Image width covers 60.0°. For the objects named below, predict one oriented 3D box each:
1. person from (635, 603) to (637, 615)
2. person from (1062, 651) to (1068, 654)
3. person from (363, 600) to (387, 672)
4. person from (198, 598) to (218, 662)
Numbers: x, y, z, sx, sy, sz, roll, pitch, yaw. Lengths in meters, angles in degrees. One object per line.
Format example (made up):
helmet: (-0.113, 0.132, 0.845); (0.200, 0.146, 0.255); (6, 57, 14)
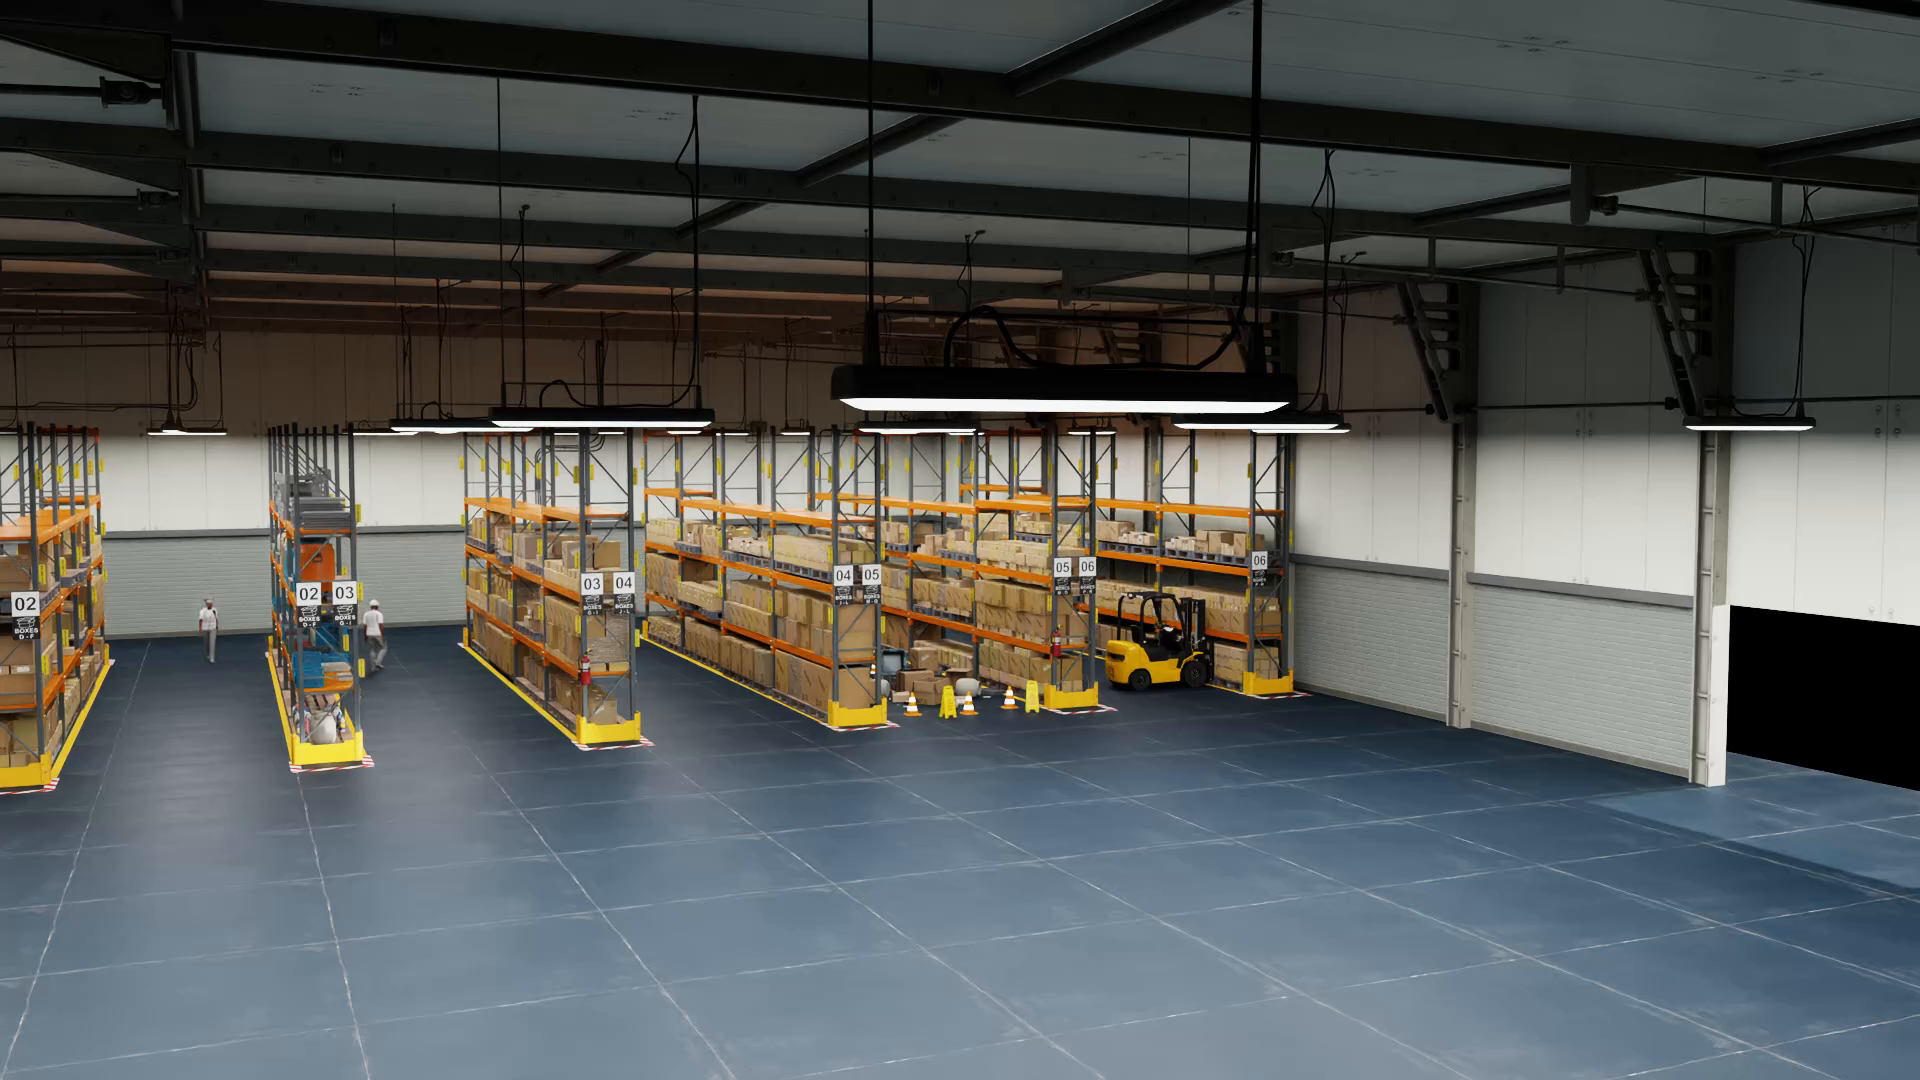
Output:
person: (-8.959, 2.171, 44.464); (0.651, 1.686, 0.628); (-1, 4, -16)
person: (2.491, 2.479, 39.892); (0.441, 1.603, 0.447); (-2, 4, -29)
person: (-14.364, 2.347, 40.792); (0.598, 1.754, 0.501); (1, 4, 9)
person: (-19.230, 2.282, 42.551); (0.445, 1.628, 1.005); (-1, 4, -19)
